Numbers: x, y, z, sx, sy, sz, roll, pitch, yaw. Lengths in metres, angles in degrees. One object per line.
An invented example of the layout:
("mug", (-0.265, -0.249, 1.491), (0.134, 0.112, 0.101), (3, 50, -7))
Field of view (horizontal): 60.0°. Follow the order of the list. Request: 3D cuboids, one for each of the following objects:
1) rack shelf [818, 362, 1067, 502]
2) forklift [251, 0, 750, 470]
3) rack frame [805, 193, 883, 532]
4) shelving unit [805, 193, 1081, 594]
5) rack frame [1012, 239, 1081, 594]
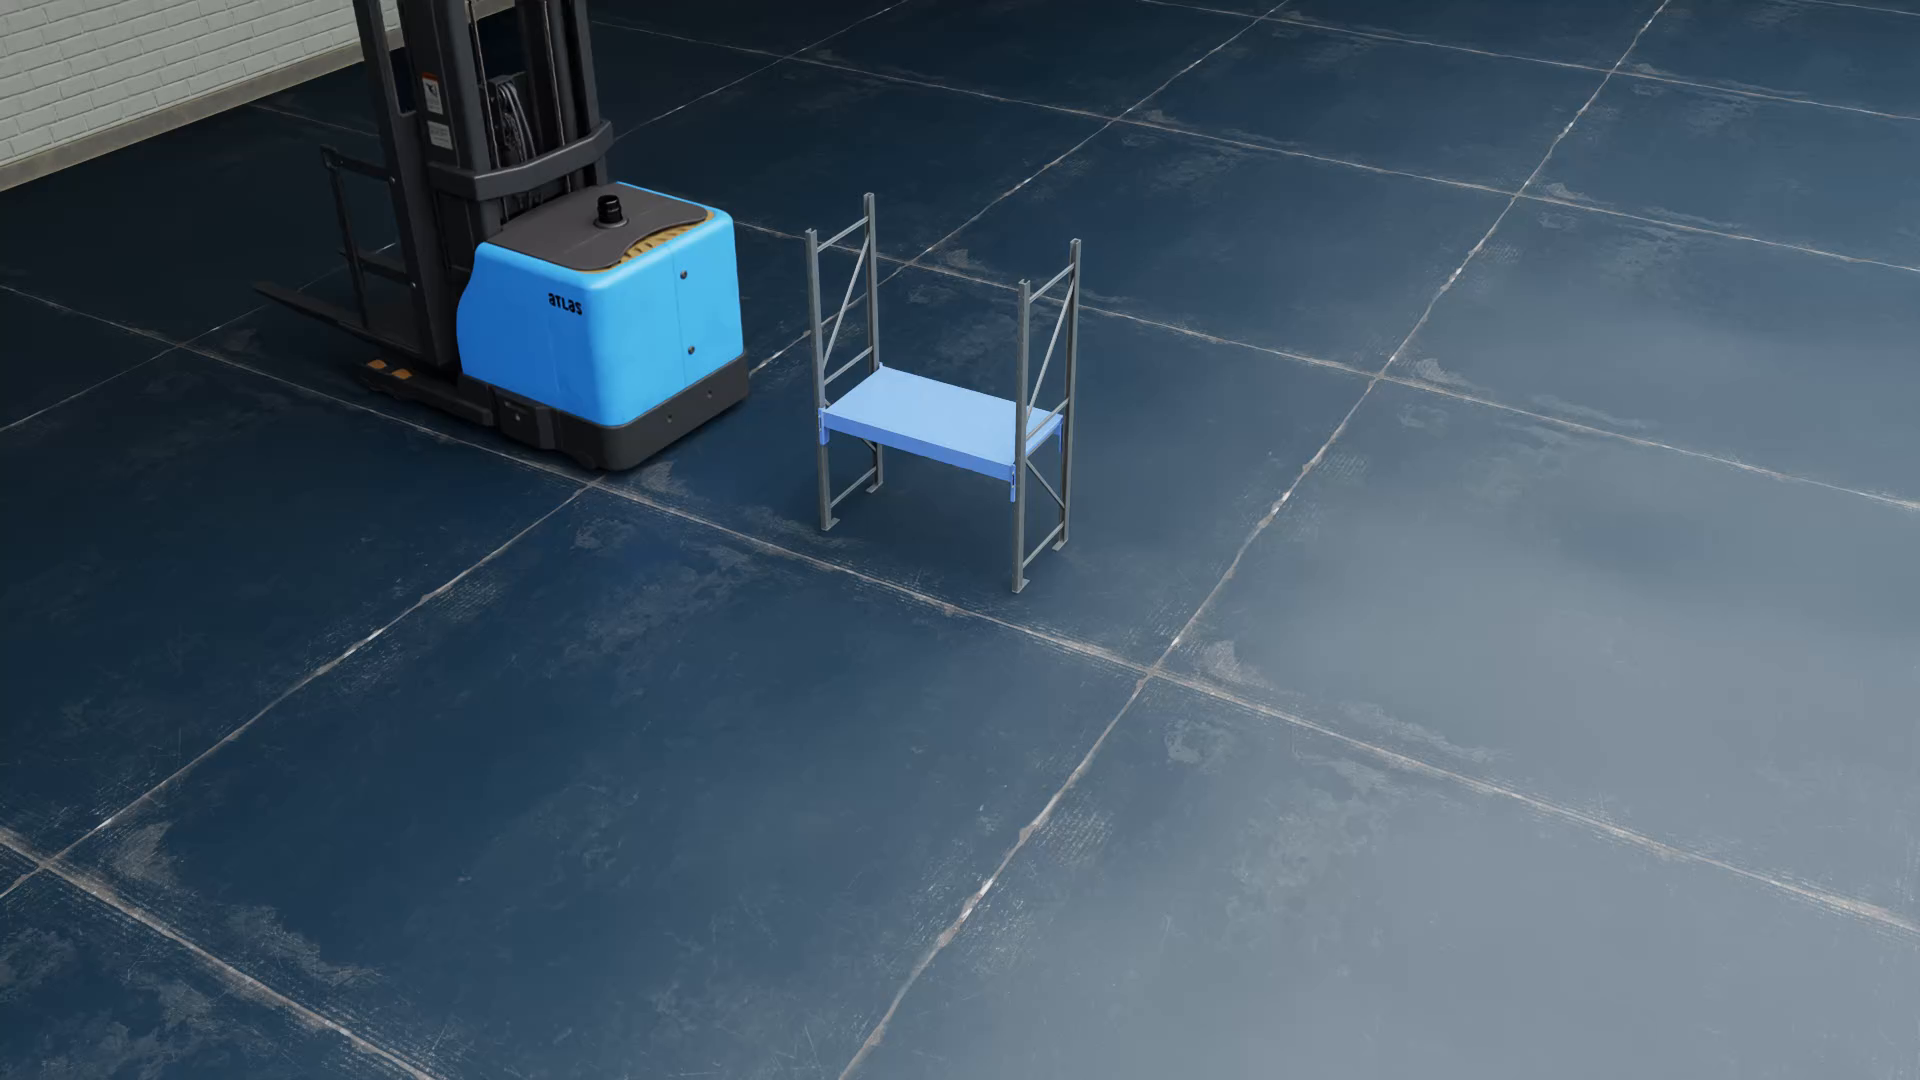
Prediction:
("rack shelf", (-0.074, -0.498, 7.469), (1.000, 0.185, 0.538), (18, 37, 24))
("forklift", (-2.624, -2.183, 8.384), (3.031, 2.935, 1.130), (20, 39, 27))
("rack frame", (-0.515, -0.788, 7.579), (0.032, 1.500, 0.500), (18, 37, 24))
("shelving unit", (-0.074, -0.648, 7.370), (1.048, 1.500, 0.538), (18, 37, 24))
("rack frame", (0.367, -0.508, 7.160), (0.032, 1.500, 0.500), (18, 37, 24))
